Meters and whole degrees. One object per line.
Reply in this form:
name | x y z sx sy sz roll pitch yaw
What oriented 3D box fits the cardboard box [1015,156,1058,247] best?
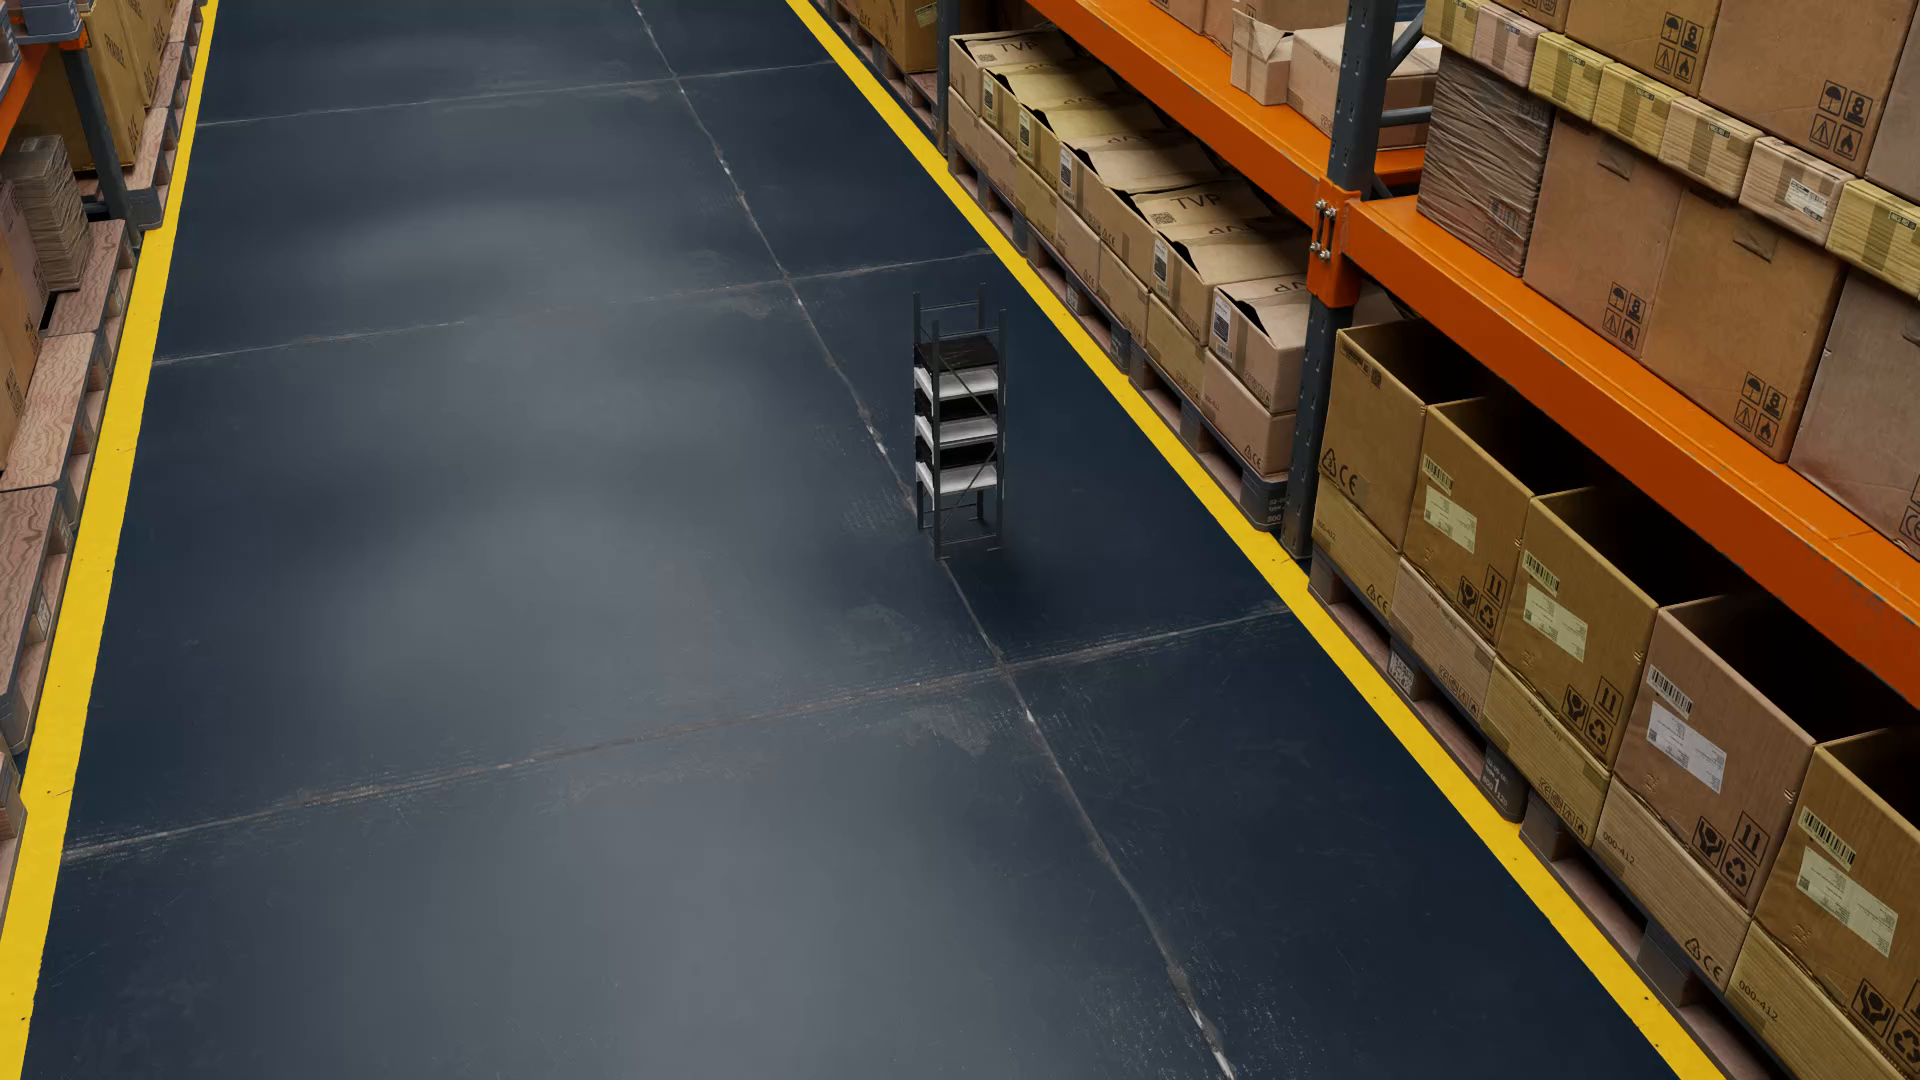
cardboard box | 0.573 -1.559 7.502 0.500 0.250 0.500 -11 35 -16

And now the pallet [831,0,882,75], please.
pallet | -0.186 -3.266 10.501 1.003 0.211 1.213 -10 35 -15

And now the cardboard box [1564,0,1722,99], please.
cardboard box | 1.891 -1.377 3.846 0.700 0.500 0.500 -10 35 -15

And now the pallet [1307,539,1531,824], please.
pallet | 1.797 0.297 5.109 1.003 0.211 1.213 -10 35 -15

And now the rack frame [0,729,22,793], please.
rack frame | -3.122 -0.456 3.720 1.000 3.000 0.127 -10 35 -15

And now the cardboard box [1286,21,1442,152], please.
cardboard box | 1.403 -1.480 5.405 0.500 0.250 0.500 -8 34 -12

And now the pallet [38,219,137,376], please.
pallet | -4.105 -0.982 7.045 1.003 0.211 1.213 -10 35 -15

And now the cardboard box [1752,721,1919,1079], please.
cardboard box | 2.049 0.714 3.382 0.500 0.500 0.500 -10 35 -15

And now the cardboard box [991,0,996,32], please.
cardboard box | 0.343 -3.093 9.578 0.500 0.500 0.500 -11 35 -16

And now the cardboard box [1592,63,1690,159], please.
cardboard box | 1.730 -1.026 3.902 0.380 0.149 0.250 -10 35 -15

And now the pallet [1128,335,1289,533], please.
pallet | 1.333 -0.508 6.327 1.003 0.211 1.213 -10 35 -15

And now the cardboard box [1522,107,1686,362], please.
cardboard box | 1.903 -0.825 4.187 0.700 0.500 0.500 -10 35 -15

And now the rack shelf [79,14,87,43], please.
rack shelf | -4.952 -3.306 8.685 1.077 0.370 4.000 -10 35 -15

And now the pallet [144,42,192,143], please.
pallet | -4.879 -2.459 9.280 1.003 0.211 1.213 -10 35 -15

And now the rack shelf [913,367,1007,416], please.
rack shelf | -0.002 -0.502 5.428 0.258 0.077 0.200 -10 35 -15

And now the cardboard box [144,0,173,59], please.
cardboard box | -4.966 -3.149 9.364 0.750 0.750 0.750 -9 35 -13

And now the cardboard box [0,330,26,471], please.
cardboard box | -3.685 -0.518 5.682 0.700 0.500 0.500 -10 35 -14

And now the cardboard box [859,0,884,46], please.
cardboard box | -0.292 -3.255 9.824 0.500 0.500 0.500 -11 35 -16

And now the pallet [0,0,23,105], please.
pallet | -3.699 -1.444 5.388 1.003 0.211 1.213 -10 35 -15

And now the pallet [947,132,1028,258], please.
pallet | 0.588 -1.789 8.266 1.003 0.211 1.213 -10 35 -15

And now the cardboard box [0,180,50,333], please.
cardboard box | -4.027 -1.038 6.468 0.700 0.500 0.500 -10 35 -15

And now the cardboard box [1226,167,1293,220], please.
cardboard box | 1.399 -1.347 6.673 0.500 0.311 0.500 -11 35 -16

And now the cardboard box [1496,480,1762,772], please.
cardboard box | 1.743 0.189 4.176 0.500 0.500 0.500 -10 35 -15

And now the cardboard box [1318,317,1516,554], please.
cardboard box | 1.438 -0.336 4.971 0.500 0.500 0.500 -10 35 -15

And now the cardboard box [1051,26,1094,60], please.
cardboard box | 0.769 -2.420 8.296 0.500 0.311 0.500 -9 35 -13

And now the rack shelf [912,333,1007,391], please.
rack shelf | -0.002 -0.577 5.378 0.258 0.077 0.200 -10 35 -15

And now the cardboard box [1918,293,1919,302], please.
cardboard box | 2.041 -0.486 3.086 0.380 0.149 0.250 -10 35 -15

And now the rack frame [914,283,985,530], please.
rack frame | -0.033 -0.433 5.589 0.240 0.900 0.006 -10 35 -15

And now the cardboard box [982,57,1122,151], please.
cardboard box | 0.423 -2.055 7.743 0.500 0.311 0.500 -11 35 -16

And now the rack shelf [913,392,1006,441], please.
rack shelf | -0.002 -0.427 5.477 0.258 0.077 0.200 -10 35 -15

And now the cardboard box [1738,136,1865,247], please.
cardboard box | 1.889 -0.754 3.491 0.380 0.149 0.250 -11 35 -16

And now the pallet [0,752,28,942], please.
pallet | -2.884 1.054 3.964 1.003 0.211 1.213 -10 35 -15

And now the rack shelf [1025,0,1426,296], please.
rack shelf | 0.984 -2.041 6.771 1.077 0.370 4.000 -10 35 -15

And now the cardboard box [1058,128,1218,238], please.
cardboard box | 0.733 -1.517 6.929 0.500 0.311 0.500 -10 35 -15

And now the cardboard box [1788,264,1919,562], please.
cardboard box | 2.209 -0.292 3.381 0.700 0.500 0.500 -9 35 -13

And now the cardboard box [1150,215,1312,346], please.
cardboard box | 1.033 -0.990 6.132 0.500 0.311 0.500 -9 35 -13

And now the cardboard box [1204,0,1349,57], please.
cardboard box | 1.215 -2.016 5.989 0.500 0.500 0.500 -8 34 -11

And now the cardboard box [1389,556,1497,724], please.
cardboard box | 1.595 0.239 4.781 0.500 0.250 0.500 -10 35 -15

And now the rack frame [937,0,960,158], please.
rack frame | 0.374 -3.391 8.161 1.000 3.000 0.127 -10 35 -15

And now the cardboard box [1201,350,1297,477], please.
cardboard box | 1.192 -0.488 5.881 0.500 0.250 0.500 -10 35 -15

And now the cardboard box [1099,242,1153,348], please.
cardboard box | 0.883 -1.023 6.690 0.500 0.250 0.500 -9 35 -14

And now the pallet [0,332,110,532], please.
pallet | -3.737 -0.343 6.078 1.003 0.211 1.213 -10 35 -15

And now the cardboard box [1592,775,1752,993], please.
cardboard box | 1.901 0.763 3.987 0.500 0.250 0.500 -10 35 -15

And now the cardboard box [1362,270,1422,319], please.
cardboard box | 1.706 -0.812 5.863 0.500 0.311 0.500 -10 35 -15

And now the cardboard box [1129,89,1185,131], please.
cardboard box | 1.085 -1.883 7.483 0.500 0.311 0.500 -10 35 -15

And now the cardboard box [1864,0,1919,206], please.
cardboard box | 2.195 -0.852 3.051 0.700 0.500 0.500 -10 35 -15

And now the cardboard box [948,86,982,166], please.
cardboard box | 0.254 -2.095 8.313 0.500 0.250 0.500 -10 35 -15

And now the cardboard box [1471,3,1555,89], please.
cardboard box | 1.569 -1.298 4.315 0.380 0.149 0.250 -10 35 -14

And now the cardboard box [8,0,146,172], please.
cardboard box | -4.442 -2.243 7.992 0.750 0.750 0.750 -10 35 -15

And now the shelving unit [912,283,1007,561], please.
shelving unit | -0.002 -0.380 5.508 0.258 0.900 0.210 -10 35 -15
